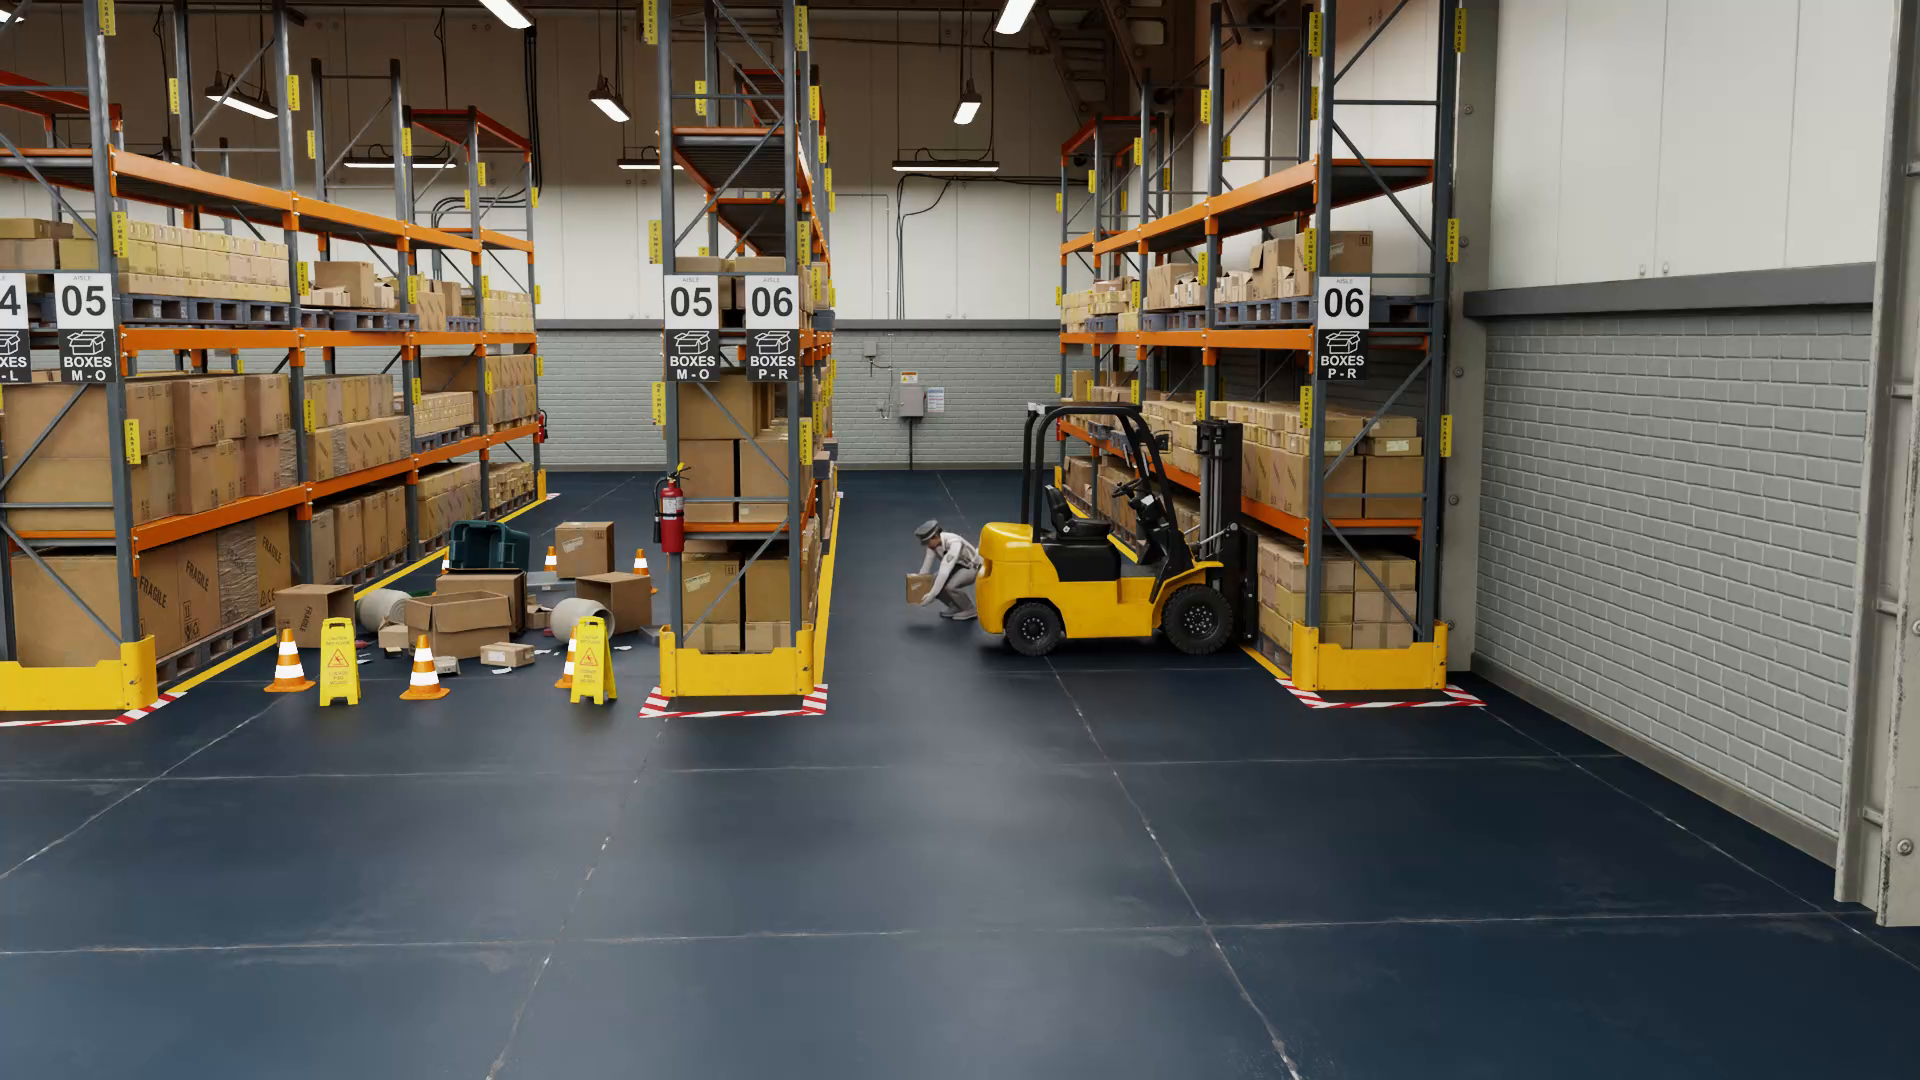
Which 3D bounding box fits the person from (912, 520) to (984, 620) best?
[{"bbox_3d":[-0.100,0.283,16.231,0.818,0.993,0.494,-5,8,-33],"label":"person"}]
